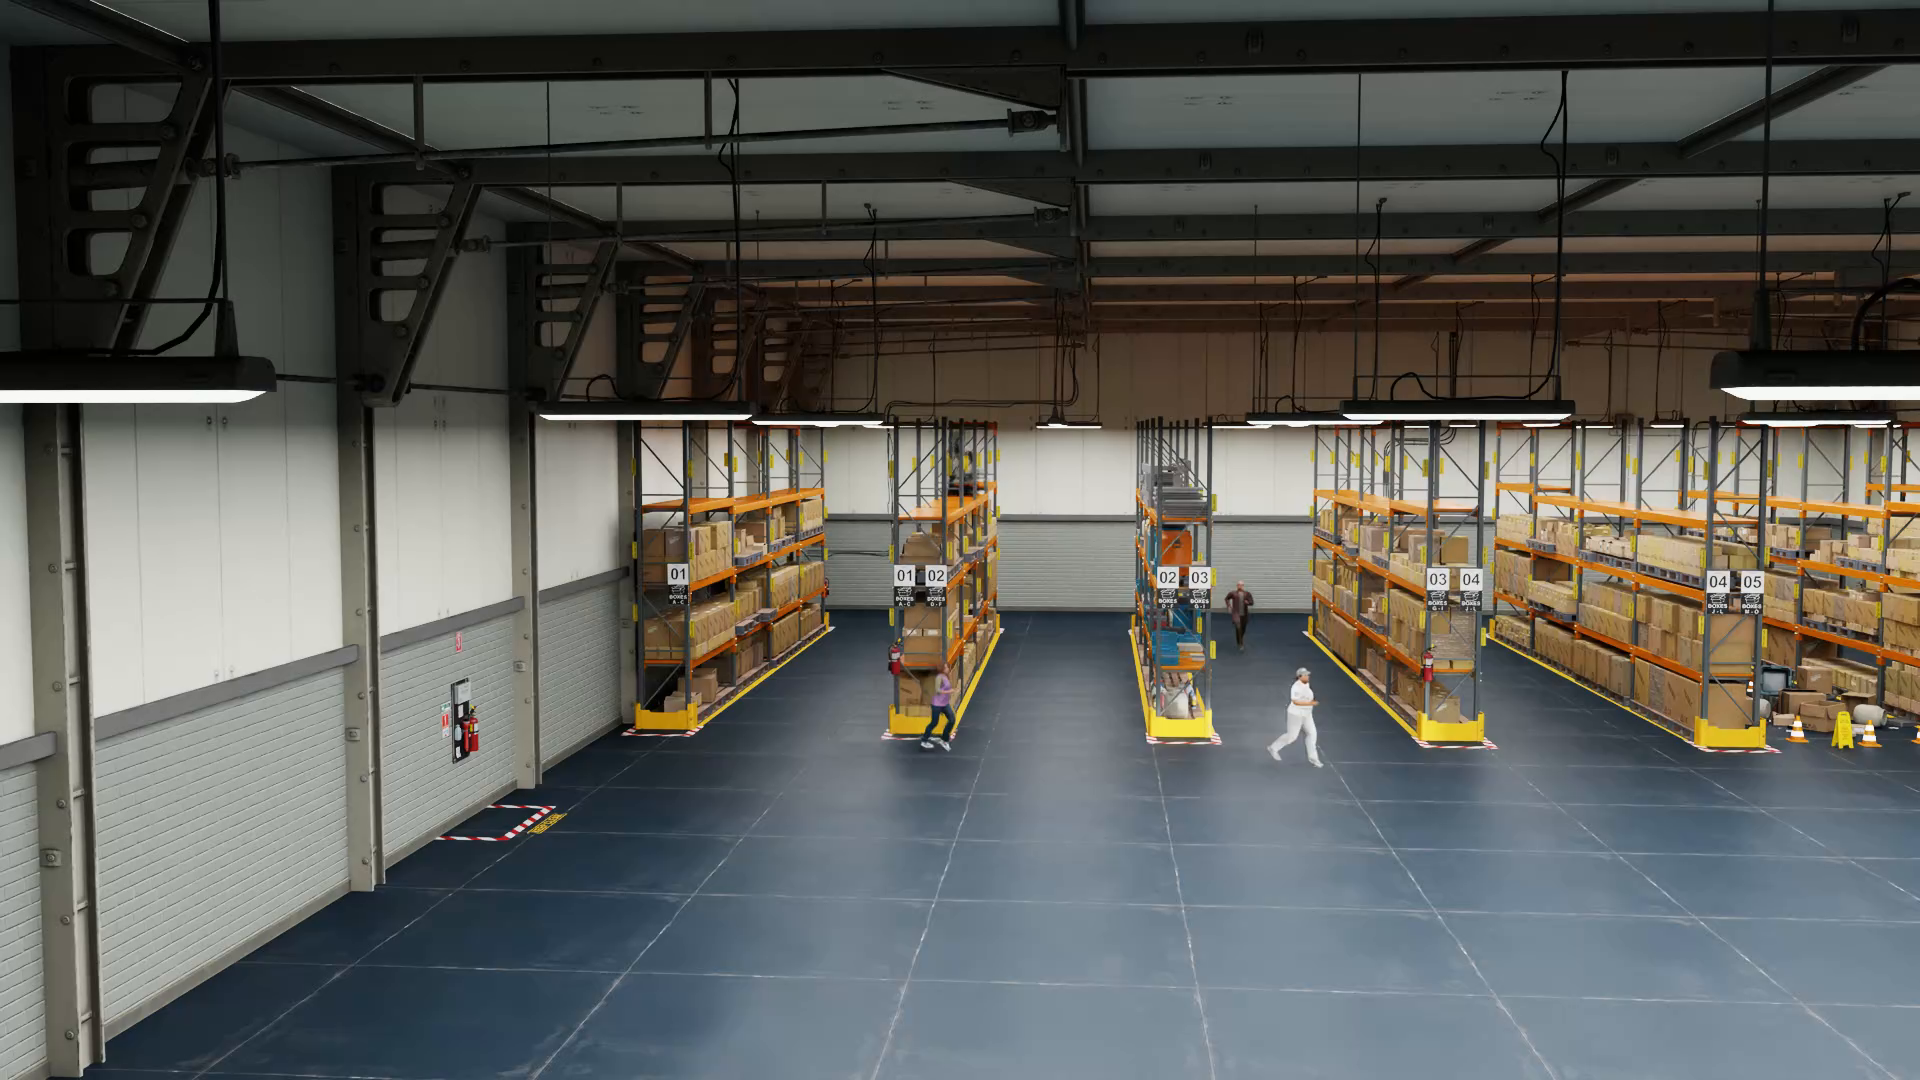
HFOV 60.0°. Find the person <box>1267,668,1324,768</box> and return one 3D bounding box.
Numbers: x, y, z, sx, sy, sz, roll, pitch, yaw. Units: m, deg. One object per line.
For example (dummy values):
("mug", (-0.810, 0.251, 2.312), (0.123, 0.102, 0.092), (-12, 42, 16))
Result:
("person", (5.791, 3.031, 28.553), (0.939, 1.695, 0.614), (3, 5, 38))

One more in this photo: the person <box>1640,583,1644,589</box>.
("person", (19.364, 1.756, 47.260), (0.823, 1.789, 0.685), (1, 4, 14))

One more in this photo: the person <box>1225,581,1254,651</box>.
("person", (7.340, 1.963, 43.545), (0.696, 1.779, 1.049), (0, 4, -7))

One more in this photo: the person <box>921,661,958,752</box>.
("person", (-0.321, 2.980, 29.780), (0.733, 1.622, 0.535), (2, 4, 31))
